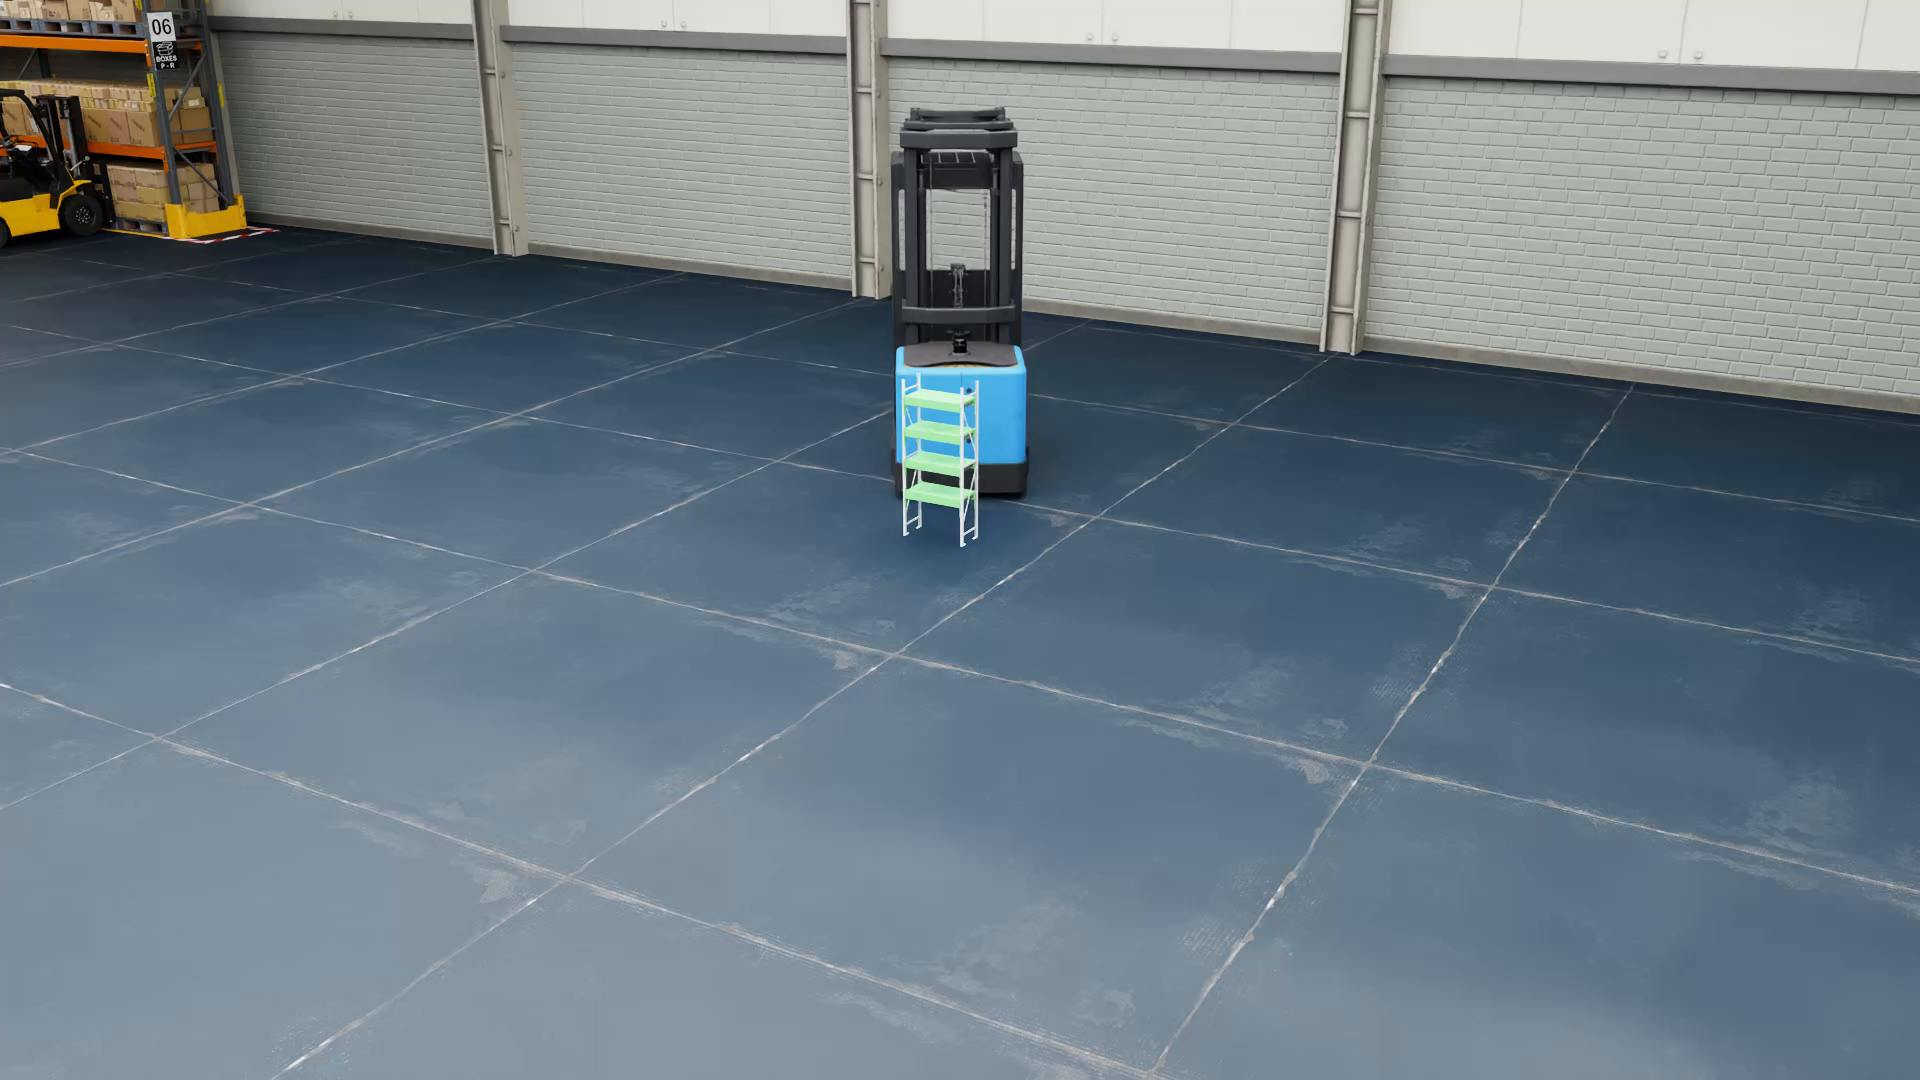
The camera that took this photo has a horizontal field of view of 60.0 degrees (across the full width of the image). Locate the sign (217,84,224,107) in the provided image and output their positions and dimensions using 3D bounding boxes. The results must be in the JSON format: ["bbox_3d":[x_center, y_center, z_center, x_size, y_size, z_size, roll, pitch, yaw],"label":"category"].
[{"bbox_3d":[-11.134,-6.686,25.013,0.005,0.325,0.100,11,23,27],"label":"sign"}]

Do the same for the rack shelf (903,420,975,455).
[{"bbox_3d":[-0.145,-0.757,12.176,0.480,0.148,0.258,11,23,27],"label":"rack shelf"}]

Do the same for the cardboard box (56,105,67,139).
[{"bbox_3d":[-13.736,-6.473,25.664,0.500,0.500,0.500,11,22,27],"label":"cardboard box"}]

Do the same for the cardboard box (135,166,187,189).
[{"bbox_3d":[-11.964,-5.436,24.903,0.500,0.250,0.500,12,23,29],"label":"cardboard box"}]

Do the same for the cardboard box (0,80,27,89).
[{"bbox_3d":[-14.768,-7.093,25.987,0.250,0.149,0.380,11,23,28],"label":"cardboard box"}]

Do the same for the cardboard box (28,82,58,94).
[{"bbox_3d":[-14.094,-6.963,25.629,0.250,0.149,0.380,11,23,28],"label":"cardboard box"}]

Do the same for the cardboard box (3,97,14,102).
[{"bbox_3d":[-14.752,-6.963,26.065,0.250,0.149,0.380,10,22,26],"label":"cardboard box"}]

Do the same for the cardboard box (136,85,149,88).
[{"bbox_3d":[-12.257,-6.828,25.255,0.250,0.149,0.380,11,23,28],"label":"cardboard box"}]

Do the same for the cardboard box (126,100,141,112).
[{"bbox_3d":[-12.087,-6.437,24.615,0.250,0.149,0.380,11,23,28],"label":"cardboard box"}]

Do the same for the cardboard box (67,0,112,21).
[{"bbox_3d":[-12.760,-7.980,24.658,0.500,0.500,0.700,11,23,28],"label":"cardboard box"}]

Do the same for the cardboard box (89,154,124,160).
[{"bbox_3d":[-13.493,-5.925,26.252,0.500,0.250,0.500,11,23,28],"label":"cardboard box"}]

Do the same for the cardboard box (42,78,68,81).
[{"bbox_3d":[-14.277,-7.217,26.329,0.250,0.149,0.380,10,22,26],"label":"cardboard box"}]

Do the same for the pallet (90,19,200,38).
[{"bbox_3d":[-12.014,-7.571,24.570,1.213,0.211,1.003,11,23,27],"label":"pallet"}]

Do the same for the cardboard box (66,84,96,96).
[{"bbox_3d":[-13.379,-6.866,25.361,0.250,0.149,0.380,11,23,28],"label":"cardboard box"}]

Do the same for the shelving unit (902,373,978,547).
[{"bbox_3d":[-0.145,-0.592,12.236,0.503,1.200,0.258,11,23,27],"label":"shelving unit"}]

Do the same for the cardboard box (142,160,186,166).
[{"bbox_3d":[-12.175,-5.671,25.549,0.500,0.250,0.500,11,23,27],"label":"cardboard box"}]

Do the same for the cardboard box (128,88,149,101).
[{"bbox_3d":[-12.056,-6.598,24.621,0.250,0.149,0.380,11,23,27],"label":"cardboard box"}]

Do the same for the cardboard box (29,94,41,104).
[{"bbox_3d":[-14.105,-6.823,25.677,0.250,0.149,0.380,11,23,28],"label":"cardboard box"}]

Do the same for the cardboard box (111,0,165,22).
[{"bbox_3d":[-11.915,-7.780,24.107,0.500,0.500,0.500,12,23,29],"label":"cardboard box"}]

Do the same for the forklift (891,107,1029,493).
[{"bbox_3d":[-0.031,-2.198,14.127,1.130,2.935,3.031,-1,20,-2],"label":"forklift"}]

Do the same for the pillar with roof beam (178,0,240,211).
[{"bbox_3d":[-13.677,-8.000,21.224,0.400,9.000,9.100,11,23,27],"label":"pillar with roof beam"}]

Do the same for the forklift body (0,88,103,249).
[{"bbox_3d":[-13.955,-5.451,24.238,1.214,2.155,2.313,11,23,27],"label":"forklift body"}]

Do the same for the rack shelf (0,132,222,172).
[{"bbox_3d":[-13.156,-6.072,25.760,4.000,0.370,1.077,11,23,27],"label":"rack shelf"}]

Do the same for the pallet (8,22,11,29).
[{"bbox_3d":[-15.678,-8.206,26.470,1.217,0.209,0.805,10,22,25],"label":"pallet"}]

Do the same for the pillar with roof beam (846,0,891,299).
[{"bbox_3d":[-3.201,-6.005,15.722,0.400,9.000,9.100,11,23,27],"label":"pillar with roof beam"}]

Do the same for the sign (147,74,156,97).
[{"bbox_3d":[-11.686,-6.574,24.044,0.005,0.325,0.100,11,23,27],"label":"sign"}]

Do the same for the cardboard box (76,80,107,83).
[{"bbox_3d":[-13.574,-7.105,26.020,0.250,0.149,0.380,10,22,26],"label":"cardboard box"}]

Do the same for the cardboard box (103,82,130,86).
[{"bbox_3d":[-12.935,-6.955,25.604,0.250,0.149,0.380,11,23,28],"label":"cardboard box"}]

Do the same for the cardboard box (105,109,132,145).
[{"bbox_3d":[-12.416,-6.217,24.959,0.500,0.500,0.500,12,23,29],"label":"cardboard box"}]

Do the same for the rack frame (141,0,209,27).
[{"bbox_3d":[-11.410,-8.898,23.698,0.127,3.000,1.000,11,23,27],"label":"rack frame"}]

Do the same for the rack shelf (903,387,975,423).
[{"bbox_3d":[-0.145,-0.983,12.095,0.480,0.148,0.258,11,23,27],"label":"rack shelf"}]

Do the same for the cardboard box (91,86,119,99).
[{"bbox_3d":[-12.760,-6.707,24.923,0.250,0.149,0.380,11,23,29],"label":"cardboard box"}]

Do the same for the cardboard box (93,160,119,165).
[{"bbox_3d":[-13.296,-5.687,25.594,0.500,0.250,0.500,10,22,26],"label":"cardboard box"}]

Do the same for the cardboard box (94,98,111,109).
[{"bbox_3d":[-12.750,-6.574,24.991,0.250,0.149,0.380,10,22,26],"label":"cardboard box"}]

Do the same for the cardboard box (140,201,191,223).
[{"bbox_3d":[-11.974,-4.967,25.074,0.500,0.250,0.500,11,23,28],"label":"cardboard box"}]

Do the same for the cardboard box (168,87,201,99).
[{"bbox_3d":[-11.599,-6.689,24.872,0.250,0.149,0.380,10,22,26],"label":"cardboard box"}]

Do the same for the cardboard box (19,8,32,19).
[{"bbox_3d":[-13.987,-7.986,25.190,0.250,0.149,0.380,12,23,29],"label":"cardboard box"}]

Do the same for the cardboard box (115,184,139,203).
[{"bbox_3d":[-12.420,-5.292,25.238,0.500,0.250,0.500,11,22,27],"label":"cardboard box"}]

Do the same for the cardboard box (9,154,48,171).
[{"bbox_3d":[-14.632,-5.944,26.302,0.500,0.250,0.500,10,22,26],"label":"cardboard box"}]
